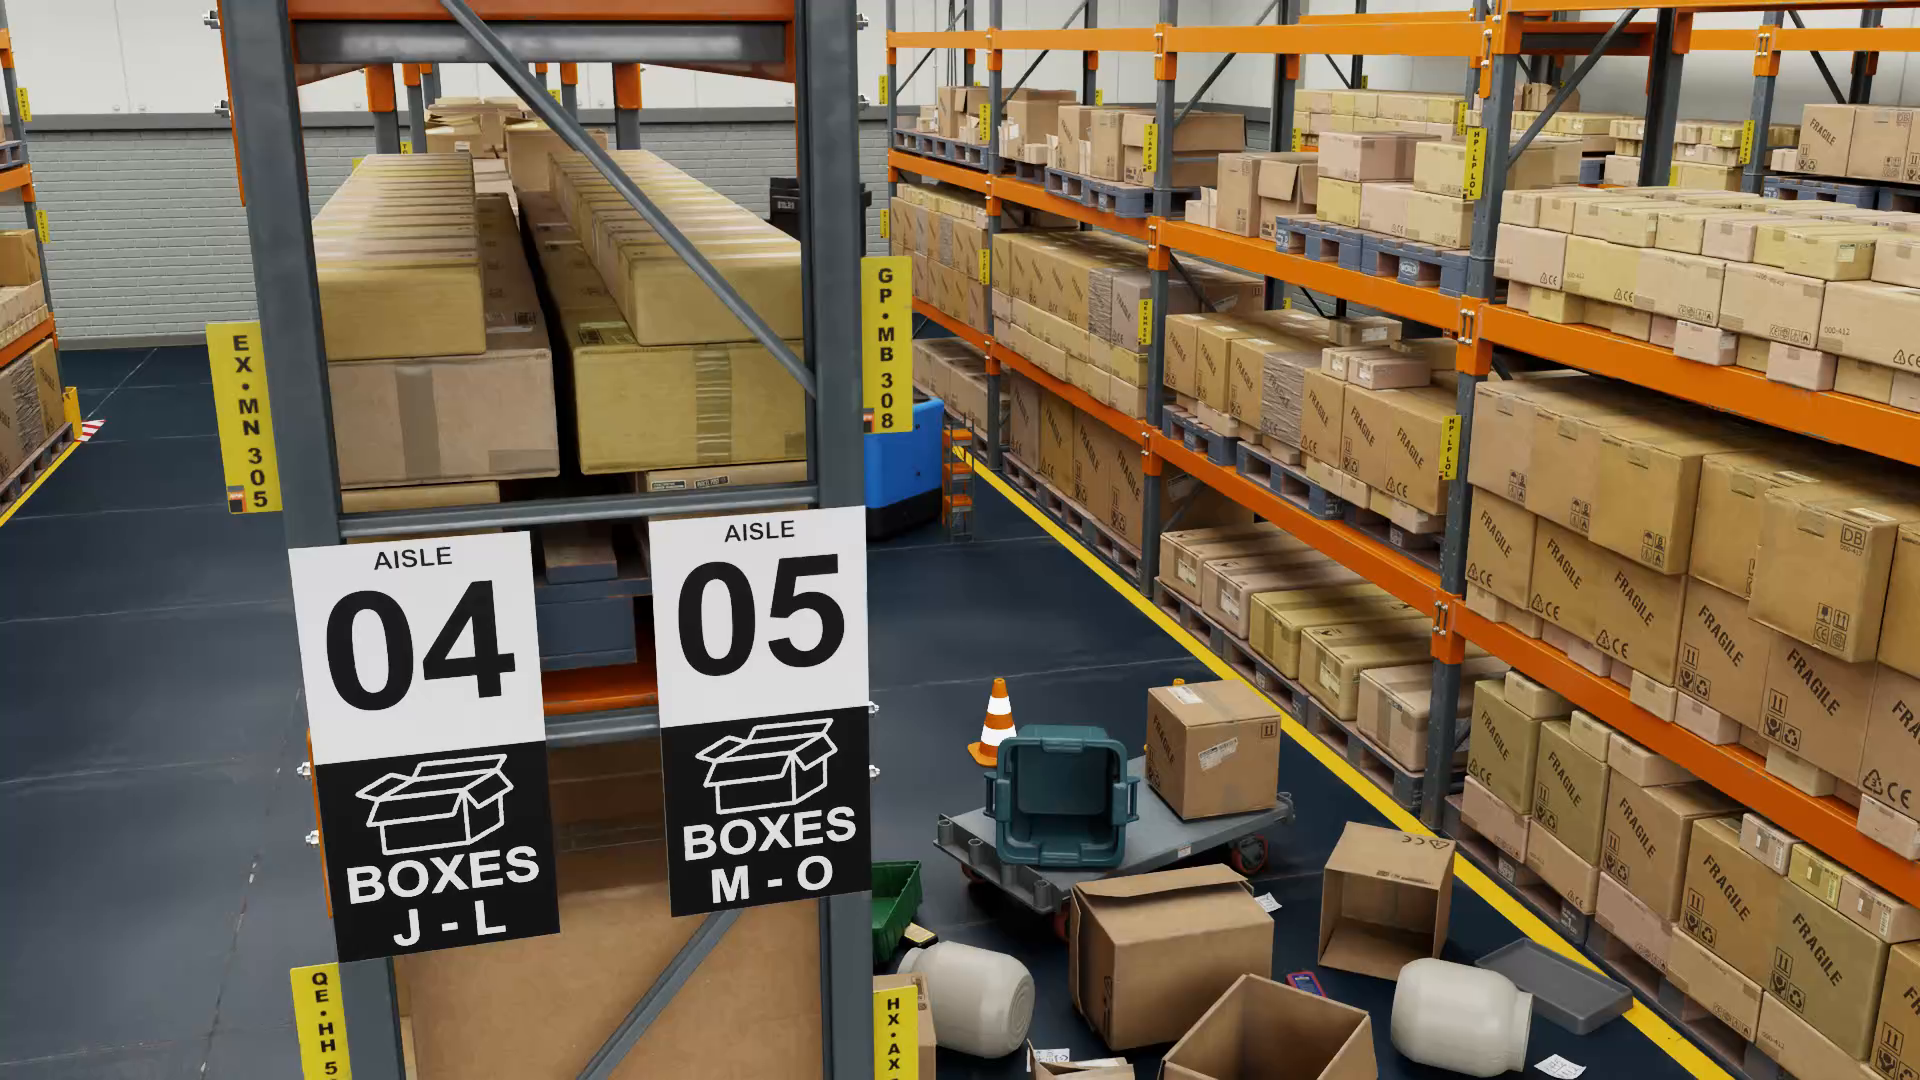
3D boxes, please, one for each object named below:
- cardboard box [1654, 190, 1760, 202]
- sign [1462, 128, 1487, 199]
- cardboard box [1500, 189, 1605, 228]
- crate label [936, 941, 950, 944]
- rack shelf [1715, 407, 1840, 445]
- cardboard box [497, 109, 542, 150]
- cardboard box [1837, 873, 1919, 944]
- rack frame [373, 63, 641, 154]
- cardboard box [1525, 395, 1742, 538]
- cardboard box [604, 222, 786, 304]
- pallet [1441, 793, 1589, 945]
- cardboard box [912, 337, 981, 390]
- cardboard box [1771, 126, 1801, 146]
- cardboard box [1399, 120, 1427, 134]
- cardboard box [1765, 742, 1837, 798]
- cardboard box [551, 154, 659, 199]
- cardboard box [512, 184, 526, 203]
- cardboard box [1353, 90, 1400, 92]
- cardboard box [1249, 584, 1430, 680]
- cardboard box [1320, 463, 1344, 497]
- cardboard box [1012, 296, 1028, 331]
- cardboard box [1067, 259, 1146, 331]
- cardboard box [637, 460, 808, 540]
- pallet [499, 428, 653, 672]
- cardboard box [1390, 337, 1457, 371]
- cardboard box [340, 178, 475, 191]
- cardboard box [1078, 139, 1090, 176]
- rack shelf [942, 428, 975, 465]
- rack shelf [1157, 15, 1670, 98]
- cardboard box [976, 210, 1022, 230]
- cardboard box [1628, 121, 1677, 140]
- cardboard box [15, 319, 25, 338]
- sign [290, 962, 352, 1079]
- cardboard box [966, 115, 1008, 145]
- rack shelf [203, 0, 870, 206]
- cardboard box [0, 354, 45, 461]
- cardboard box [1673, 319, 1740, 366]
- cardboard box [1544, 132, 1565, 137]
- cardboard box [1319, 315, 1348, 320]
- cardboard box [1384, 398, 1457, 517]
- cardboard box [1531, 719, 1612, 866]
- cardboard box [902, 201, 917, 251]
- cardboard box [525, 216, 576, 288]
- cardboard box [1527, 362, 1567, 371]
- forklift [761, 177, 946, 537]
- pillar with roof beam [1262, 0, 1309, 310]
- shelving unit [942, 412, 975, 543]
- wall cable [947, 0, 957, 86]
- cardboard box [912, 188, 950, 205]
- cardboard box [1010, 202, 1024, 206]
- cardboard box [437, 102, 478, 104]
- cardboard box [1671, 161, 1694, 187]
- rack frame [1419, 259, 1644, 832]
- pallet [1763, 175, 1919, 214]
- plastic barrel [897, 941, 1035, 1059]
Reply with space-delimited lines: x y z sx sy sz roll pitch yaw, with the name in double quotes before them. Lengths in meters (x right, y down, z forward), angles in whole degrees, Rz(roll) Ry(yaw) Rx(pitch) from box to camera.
"cardboard box" 3.403 -1.509 7.597 0.380 0.149 0.250 -5 17 -17
"sign" 2.428 -1.775 7.849 0.100 0.325 0.005 -5 17 -15
"cardboard box" 2.733 -1.532 7.675 0.380 0.149 0.250 -5 17 -16
"crate label" -0.047 1.902 7.383 0.250 0.136 0.298 11 20 32
"rack shelf" 7.182 -0.549 11.816 1.077 0.370 4.000 -5 17 -15
"cardboard box" -2.966 -2.829 11.436 0.396 0.266 0.258 -5 17 -15
"cardboard box" 3.423 1.308 6.001 0.380 0.149 0.250 -4 17 -14
"rack frame" -1.771 -2.401 6.302 1.000 3.000 0.127 -5 17 -15
"cardboard box" 2.992 -0.334 7.421 0.700 0.500 0.500 -5 17 -15
"cardboard box" -0.596 -0.626 3.754 0.380 0.149 0.250 -5 17 -16
"pallet" 3.179 1.572 8.353 1.003 0.211 1.213 -5 17 -15
"cardboard box" -0.060 -2.065 19.338 0.875 0.438 0.875 -5 18 -17
"cardboard box" 6.797 -3.269 13.456 0.380 0.149 0.250 -5 18 -17
"cardboard box" 5.007 -4.317 17.639 0.500 0.250 0.500 -5 18 -17
"cardboard box" 3.332 0.845 6.361 0.380 0.149 0.250 -5 17 -16
"cardboard box" -1.295 -1.329 6.094 0.380 0.149 0.250 -5 17 -15
"cardboard box" -2.082 -1.683 8.457 0.396 0.266 0.258 -5 17 -15
"cardboard box" 4.967 -5.161 19.581 0.500 0.250 0.500 -5 17 -17
"cardboard box" 2.420 0.575 10.662 0.950 0.372 0.625 -4 17 -13
"cardboard box" 2.319 -0.361 9.647 0.380 0.149 0.250 -5 17 -15
"cardboard box" 0.782 -2.041 14.925 0.500 0.250 0.500 -4 17 -14
"cardboard box" 1.189 -1.981 13.422 0.500 0.500 0.500 -5 17 -15
"cardboard box" -0.458 -0.106 3.411 0.380 0.149 0.250 -5 17 -15
"pallet" -0.886 -0.020 3.743 1.003 0.211 1.213 -5 17 -15
"cardboard box" 2.774 -1.099 9.849 0.380 0.149 0.250 -4 17 -12
"cardboard box" -1.647 -0.995 4.984 0.380 0.149 0.250 -5 17 -15
"cardboard box" 1.146 -2.980 12.948 0.396 0.266 0.258 -5 17 -17
"rack shelf" -0.015 -0.779 13.772 0.215 0.259 0.240 -5 17 -15
"rack shelf" 2.411 -2.837 9.700 1.077 0.370 4.000 -5 17 -15
"cardboard box" 0.371 -3.057 15.876 0.380 0.149 0.250 -5 17 -16
"cardboard box" 5.969 -3.506 14.246 0.380 0.149 0.250 -5 17 -16
"cardboard box" -9.169 -2.007 15.857 0.380 0.149 0.250 -5 17 -16
"sign" -1.198 0.950 3.151 0.100 0.325 0.005 -5 17 -15
"cardboard box" 0.279 -3.932 15.944 0.396 0.266 0.258 -4 17 -13
"rack shelf" -1.222 -1.311 4.621 1.077 0.370 4.000 -5 17 -15
"cardboard box" -9.363 -1.244 15.842 0.875 0.875 0.875 -5 17 -15
"cardboard box" 3.080 -0.794 6.603 0.380 0.149 0.250 -5 17 -16
"cardboard box" 5.577 -3.651 15.211 0.380 0.149 0.250 -4 17 -14
"cardboard box" 4.511 -2.488 20.631 0.797 0.503 0.637 -5 18 -17
"cardboard box" 2.613 -0.448 8.808 0.500 0.500 0.500 -5 17 -16
"cardboard box" 3.021 1.142 7.684 0.500 0.500 0.500 -4 17 -13
"cardboard box" -0.331 -3.495 18.462 0.500 0.500 0.500 -5 17 -17
"cardboard box" -1.115 -0.889 5.325 0.500 0.250 0.500 -5 17 -16
"cardboard box" 5.989 -1.716 16.939 0.380 0.149 0.250 -5 17 -15
"forklift" -1.618 -1.725 14.602 3.031 2.935 1.130 12 20 34
"pillar with roof beam" 0.421 -7.009 21.645 9.100 9.000 0.400 -5 17 -15
"shelving unit" -0.015 -0.518 13.850 0.215 1.050 0.252 -5 17 -15
"wall cable" 1.241 -7.977 24.800 2.988 3.039 0.133 -5 17 -15
"cardboard box" -0.315 -3.764 18.230 0.380 0.149 0.250 -5 18 -17
"cardboard box" 0.719 -3.315 16.736 0.380 0.149 0.250 -5 17 -16
"cardboard box" -4.801 -4.102 15.879 0.380 0.149 0.250 -4 17 -13
"cardboard box" 6.119 -3.073 14.015 0.500 0.250 0.500 -5 17 -15
"rack frame" 2.960 0.053 8.561 1.000 3.000 0.127 -5 17 -15
"pallet" 6.905 -2.612 12.548 1.213 0.211 1.003 -4 17 -13
"plastic barrel" 0.015 1.899 6.894 0.512 0.421 0.421 7 18 23
